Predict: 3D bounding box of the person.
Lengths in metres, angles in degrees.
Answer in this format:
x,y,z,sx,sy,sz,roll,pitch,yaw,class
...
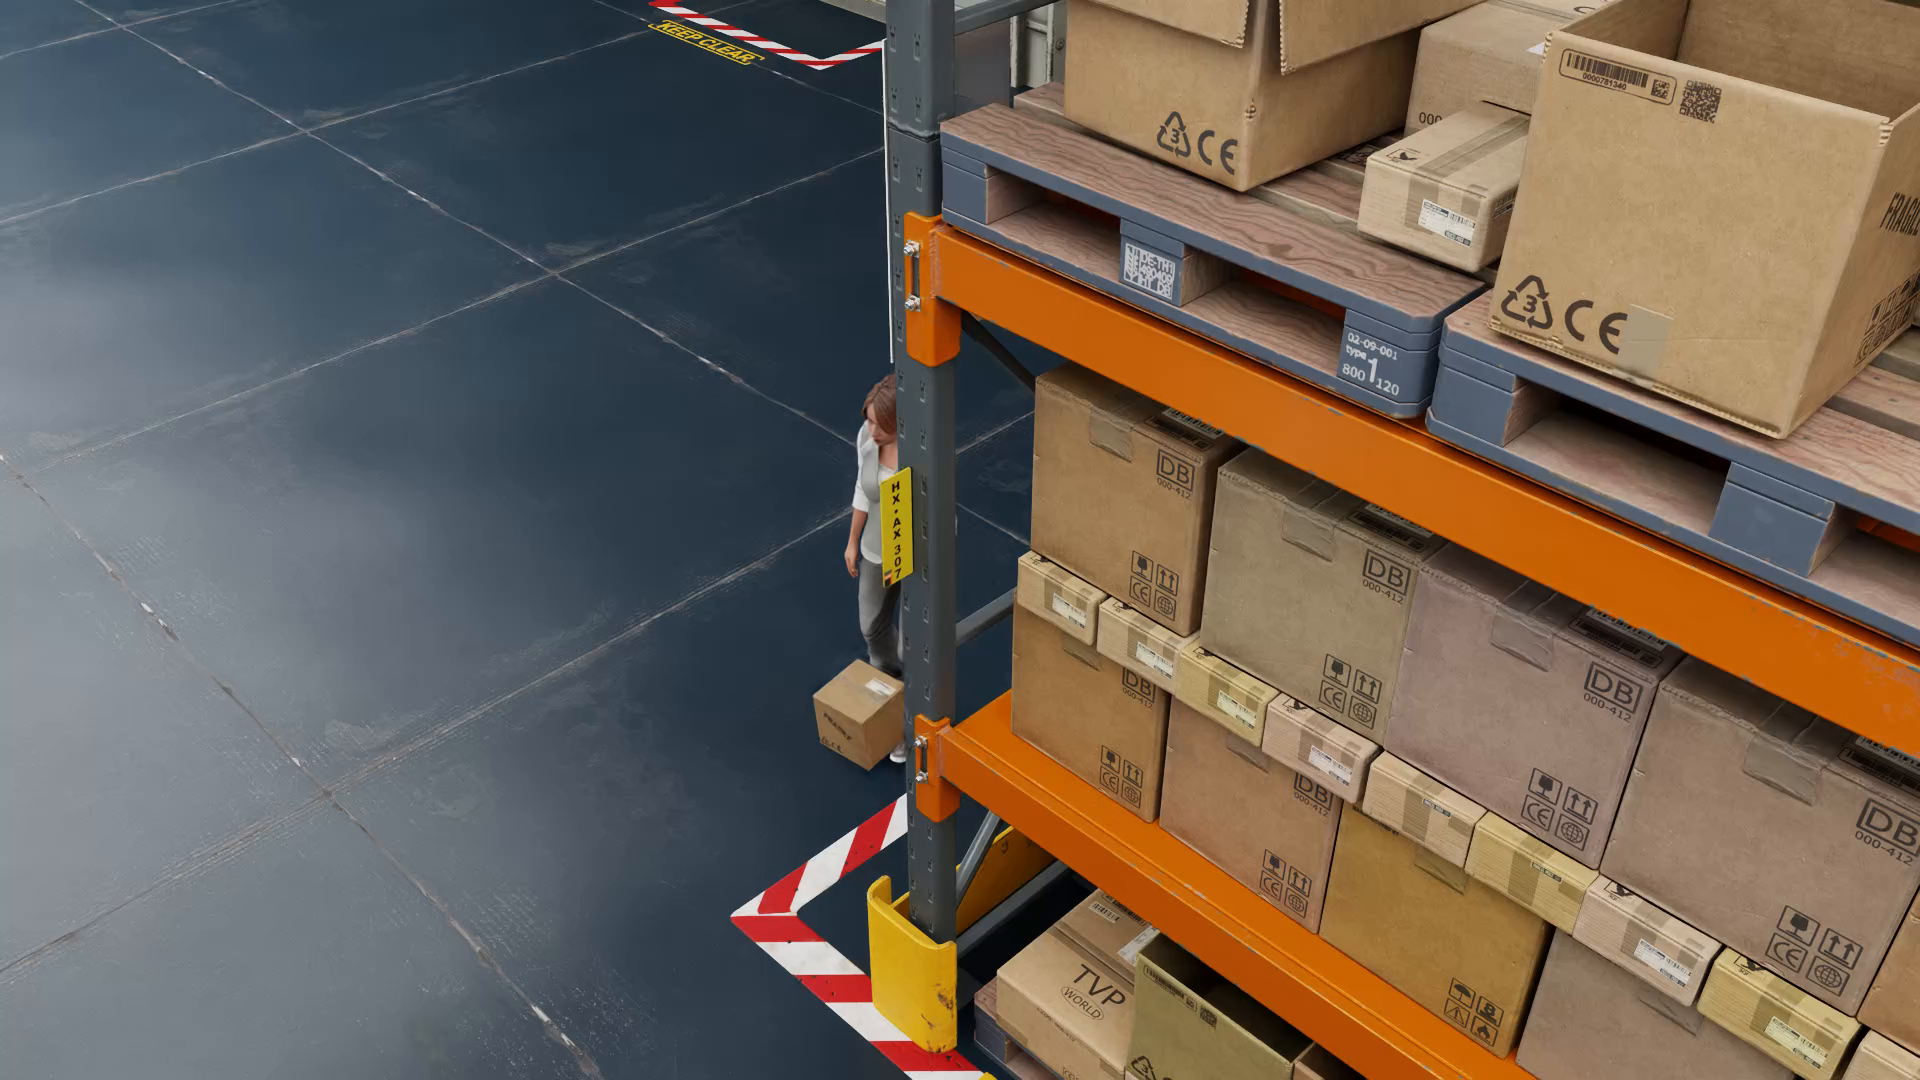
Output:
x,y,z,sx,sy,sz,roll,pitch,yaw,class
-0.219,0.090,6.031,0.458,1.595,0.374,25,43,31,person
